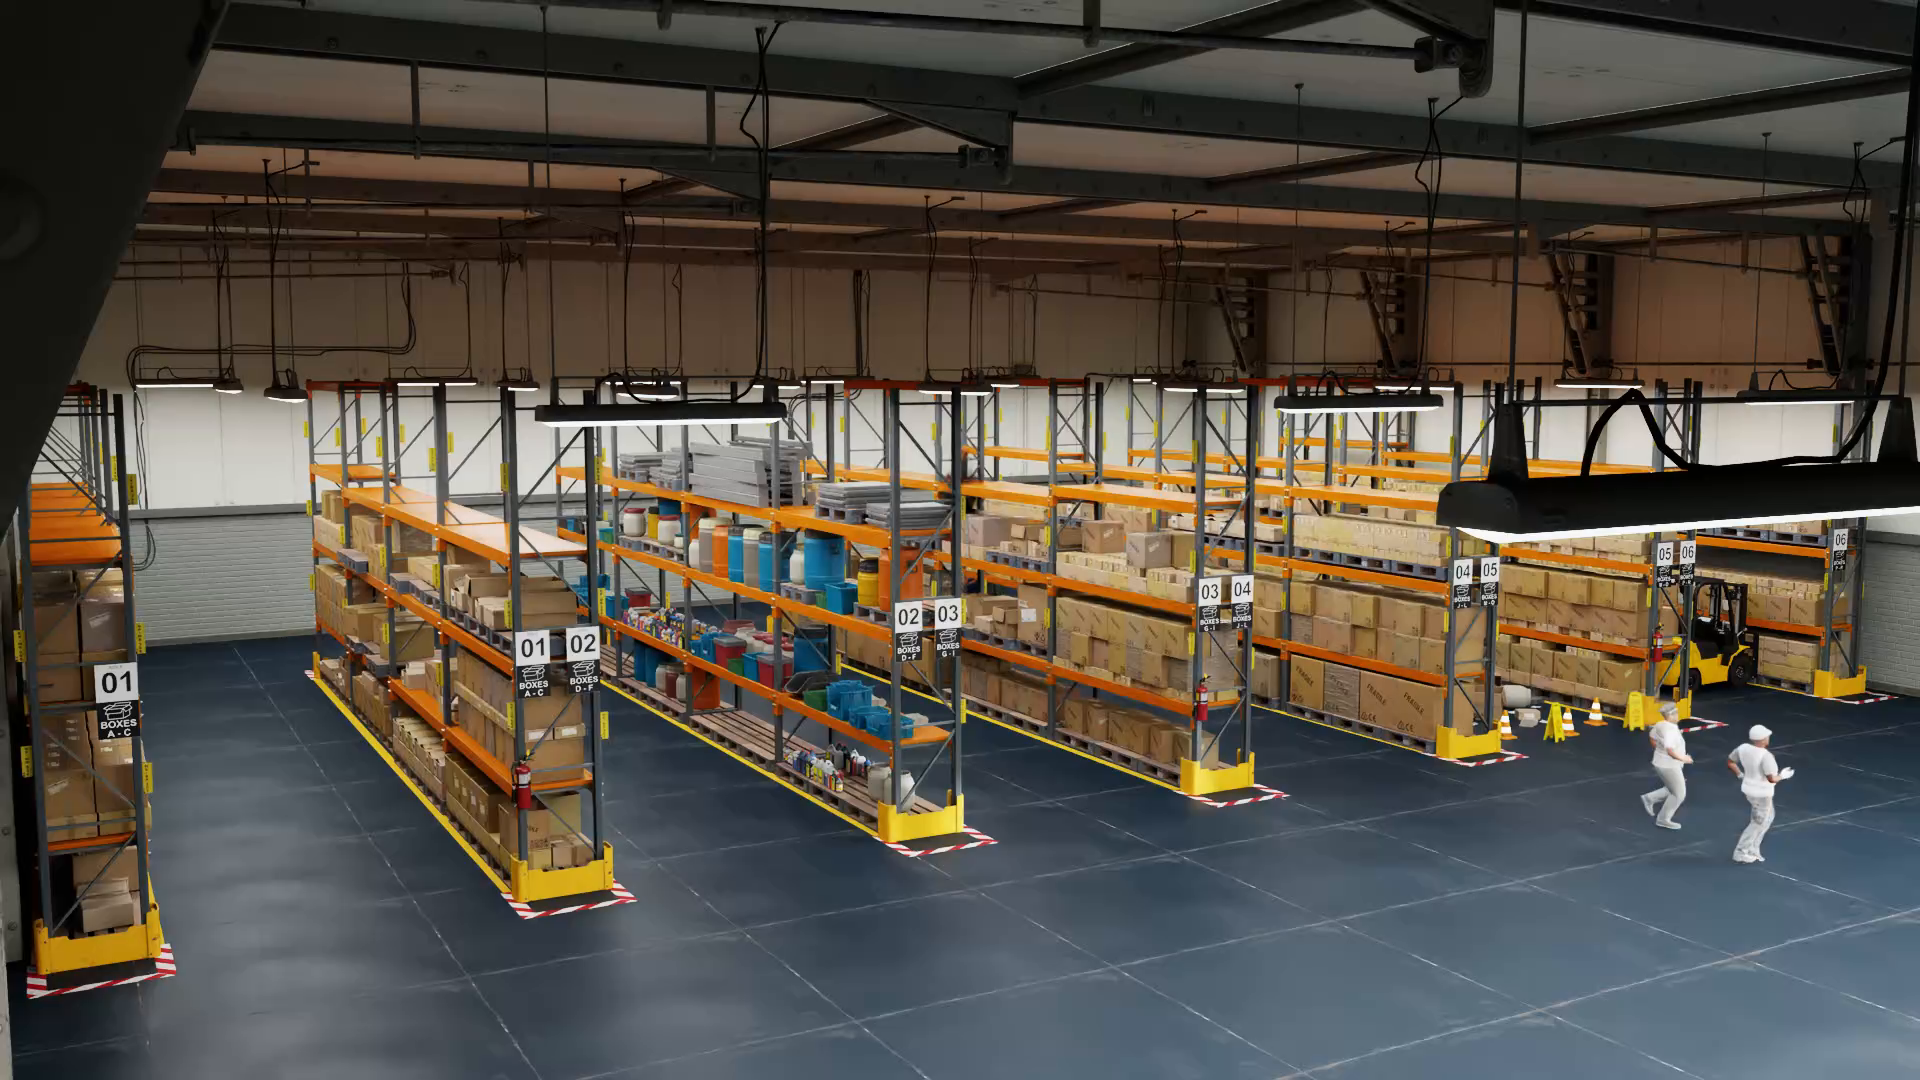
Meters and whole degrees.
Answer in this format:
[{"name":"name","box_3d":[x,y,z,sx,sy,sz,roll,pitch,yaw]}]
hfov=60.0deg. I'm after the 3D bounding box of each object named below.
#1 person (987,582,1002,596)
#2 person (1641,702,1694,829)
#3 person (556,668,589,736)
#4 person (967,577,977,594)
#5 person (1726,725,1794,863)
[{"name":"person","box_3d":[0.804,0.921,42.617,0.774,1.828,0.638,-3,7,-26]},{"name":"person","box_3d":[9.663,3.067,22.683,0.600,1.743,0.665,1,6,7]},{"name":"person","box_3d":[-6.584,2.421,28.532,0.658,1.729,0.976,-5,8,-39]},{"name":"person","box_3d":[0.306,1.076,42.168,0.655,1.578,0.754,-1,6,-11]},{"name":"person","box_3d":[10.112,3.221,20.992,0.685,1.807,0.659,0,6,-2]}]
